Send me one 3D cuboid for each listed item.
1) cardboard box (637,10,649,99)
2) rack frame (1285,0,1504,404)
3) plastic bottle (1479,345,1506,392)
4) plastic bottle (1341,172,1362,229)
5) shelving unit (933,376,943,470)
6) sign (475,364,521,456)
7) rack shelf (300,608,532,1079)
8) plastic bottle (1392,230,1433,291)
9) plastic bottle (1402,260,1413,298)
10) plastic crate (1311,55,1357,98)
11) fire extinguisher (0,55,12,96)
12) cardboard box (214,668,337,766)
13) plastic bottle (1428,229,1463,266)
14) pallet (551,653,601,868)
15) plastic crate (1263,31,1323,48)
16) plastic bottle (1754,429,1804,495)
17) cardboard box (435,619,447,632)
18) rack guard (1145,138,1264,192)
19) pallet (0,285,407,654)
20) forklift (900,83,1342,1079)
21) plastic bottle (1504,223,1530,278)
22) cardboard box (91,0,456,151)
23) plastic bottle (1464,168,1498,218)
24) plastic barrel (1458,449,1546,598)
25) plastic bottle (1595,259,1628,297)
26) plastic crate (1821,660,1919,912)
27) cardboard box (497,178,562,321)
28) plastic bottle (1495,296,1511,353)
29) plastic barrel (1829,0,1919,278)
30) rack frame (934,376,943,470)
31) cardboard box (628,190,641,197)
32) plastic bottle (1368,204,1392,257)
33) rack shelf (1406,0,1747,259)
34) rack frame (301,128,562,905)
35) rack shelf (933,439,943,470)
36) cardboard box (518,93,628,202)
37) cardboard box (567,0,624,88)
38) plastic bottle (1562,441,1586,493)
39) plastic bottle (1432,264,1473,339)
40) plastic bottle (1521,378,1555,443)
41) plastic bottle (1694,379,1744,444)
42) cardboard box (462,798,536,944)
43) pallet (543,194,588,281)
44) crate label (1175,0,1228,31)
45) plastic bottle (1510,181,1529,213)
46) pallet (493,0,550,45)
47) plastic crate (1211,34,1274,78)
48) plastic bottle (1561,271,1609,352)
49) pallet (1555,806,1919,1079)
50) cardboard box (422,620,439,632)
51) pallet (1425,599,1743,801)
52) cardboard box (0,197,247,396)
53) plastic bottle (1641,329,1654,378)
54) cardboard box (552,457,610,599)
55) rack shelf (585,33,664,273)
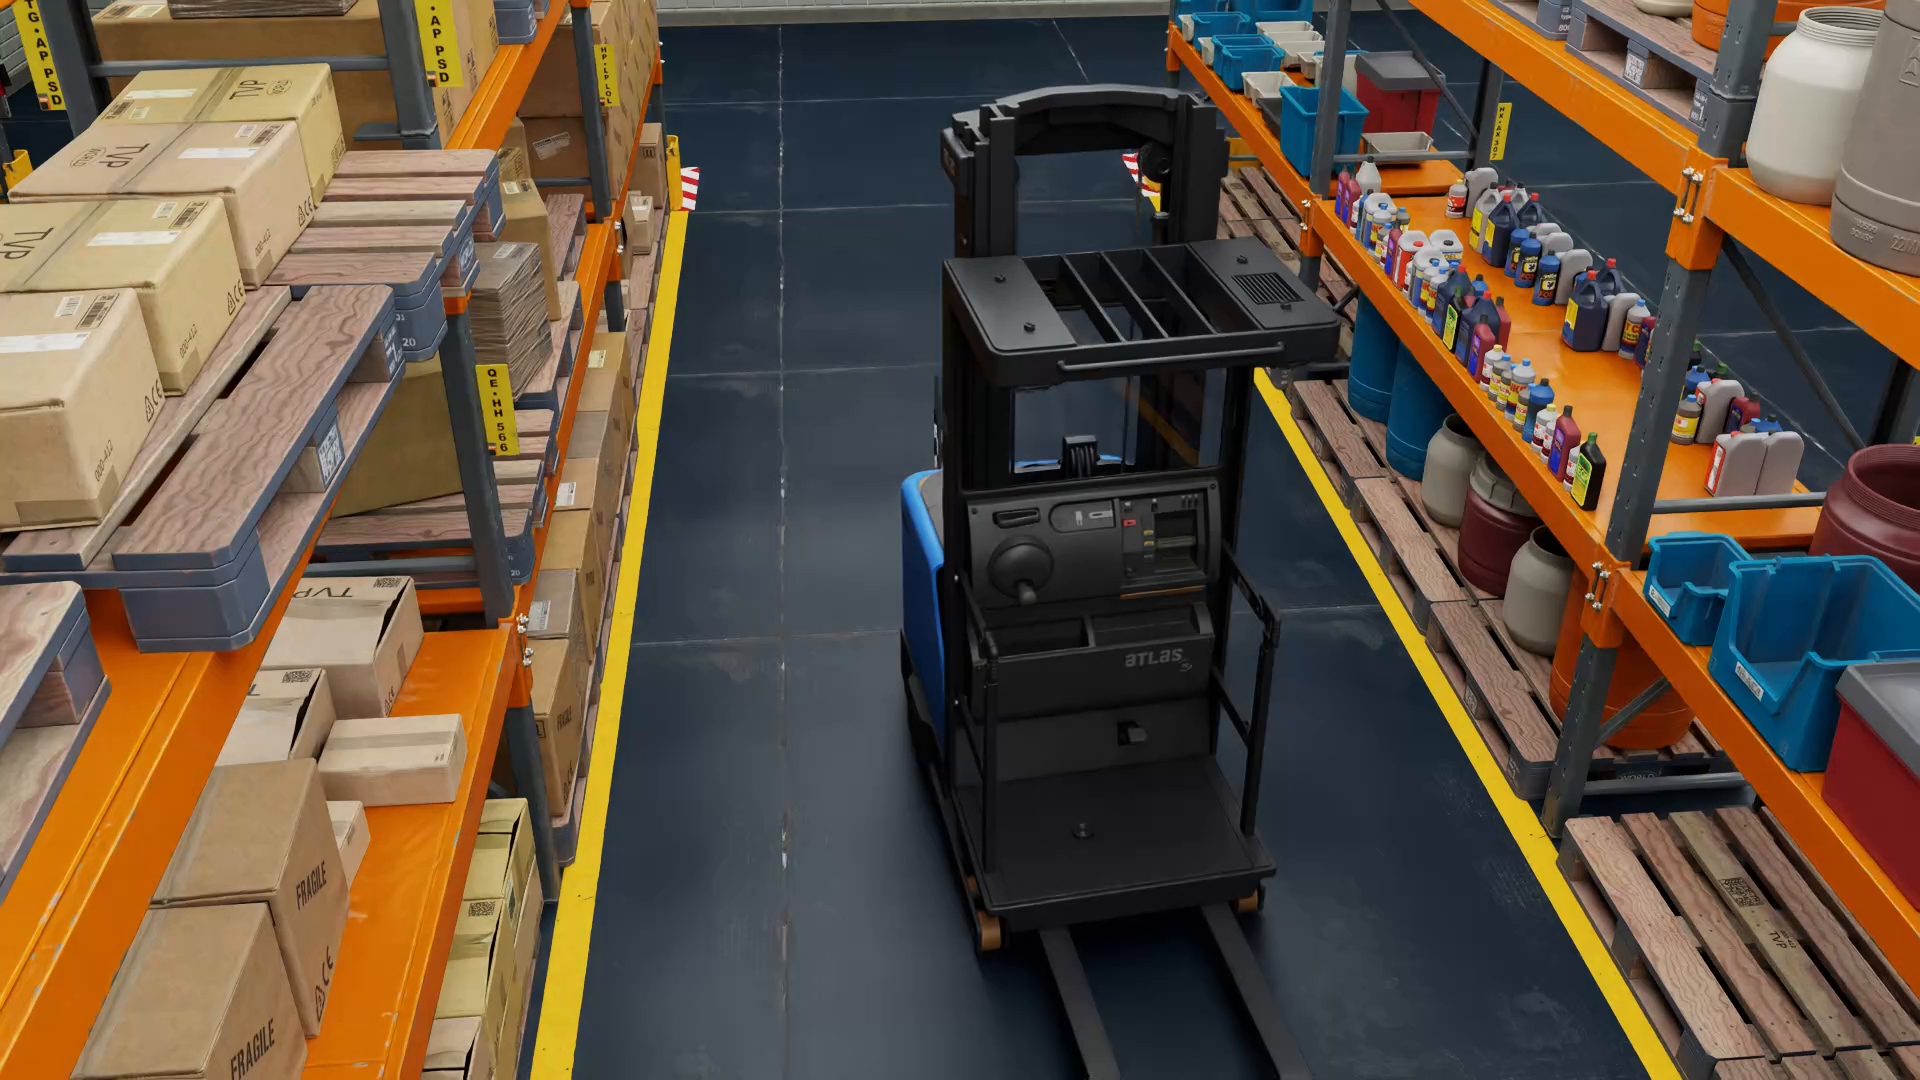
[{"bbox_3d":[-2.392,-3.286,11.229,0.500,0.500,0.500,-3,31,-4],"label":"cardboard box"},{"bbox_3d":[2.507,-2.172,9.461,1.000,3.000,0.127,-3,31,-5],"label":"rack frame"},{"bbox_3d":[2.341,-0.756,7.284,0.097,0.201,0.097,0,31,0],"label":"plastic bottle"},{"bbox_3d":[2.129,-1.846,9.029,0.061,0.283,0.133,-3,31,-5],"label":"plastic bottle"},{"bbox_3d":[-0.001,-0.390,8.526,0.258,0.900,0.210,-3,31,-5],"label":"shelving unit"},{"bbox_3d":[-1.499,-0.420,5.398,0.100,0.325,0.005,-3,31,-5],"label":"sign"},{"bbox_3d":[-1.864,1.436,4.123,1.077,0.370,4.000,-3,31,-5],"label":"rack shelf"},{"bbox_3d":[2.258,-1.391,8.275,0.152,0.276,0.135,-3,31,-5],"label":"plastic bottle"},{"bbox_3d":[2.241,-1.299,8.193,0.097,0.201,0.097,0,31,0],"label":"plastic bottle"},{"bbox_3d":[2.548,-2.935,10.796,0.437,0.282,0.530,-3,31,-5],"label":"plastic crate"},{"bbox_3d":[-7.285,-3.645,12.367,0.296,0.674,0.183,-3,31,-5],"label":"fire extinguisher"},{"bbox_3d":[-2.160,0.610,4.891,0.500,0.311,0.500,-3,31,-5],"label":"cardboard box"},{"bbox_3d":[2.409,-1.399,8.287,0.152,0.276,0.135,-3,31,-5],"label":"plastic bottle"},{"bbox_3d":[-2.083,0.920,7.004,1.003,0.211,1.213,-3,31,-5],"label":"pallet"},{"bbox_3d":[2.403,-3.570,12.001,0.396,0.136,0.243,-3,31,-5],"label":"plastic crate"},{"bbox_3d":[3.162,-0.313,6.470,0.152,0.276,0.135,-3,31,-5],"label":"plastic bottle"},{"bbox_3d":[-2.372,0.524,6.957,0.500,0.500,0.500,-2,31,-3],"label":"cardboard box"},{"bbox_3d":[2.118,-3.153,13.541,1.175,0.500,0.348,-3,31,-5],"label":"rack guard"},{"bbox_3d":[-1.791,-0.188,3.399,1.003,0.211,1.213,-1,31,-2],"label":"pallet"},{"bbox_3d":[0.533,0.061,5.790,1.130,2.935,3.031,-6,31,-10],"label":"forklift"},{"bbox_3d":[2.825,-1.471,8.414,0.097,0.271,0.097,0,31,0],"label":"plastic bottle"},{"bbox_3d":[-2.125,-1.446,5.223,0.910,0.500,0.500,-3,31,-5],"label":"cardboard box"},{"bbox_3d":[2.866,-1.933,9.182,0.152,0.276,0.135,-3,31,-5],"label":"plastic bottle"},{"bbox_3d":[2.713,-0.100,7.935,0.600,0.588,0.708,-3,31,-5],"label":"plastic barrel"},{"bbox_3d":[3.022,-1.135,7.773,0.144,0.351,0.185,-3,31,-5],"label":"plastic bottle"},{"bbox_3d":[2.727,0.683,4.620,0.402,0.464,0.583,-3,31,-5],"label":"plastic crate"},{"bbox_3d":[-2.198,-1.261,7.428,0.700,0.500,0.500,-11,32,-17],"label":"cardboard box"},{"bbox_3d":[2.438,-0.951,7.530,0.061,0.283,0.133,-3,31,-5],"label":"plastic bottle"},{"bbox_3d":[2.742,-1.203,4.425,0.600,0.901,0.600,0,31,0],"label":"plastic barrel"},{"bbox_3d":[-0.010,-0.442,8.613,0.240,0.900,0.006,-3,31,-5],"label":"rack frame"},{"bbox_3d":[-2.554,-2.474,12.301,0.380,0.166,0.250,-3,31,-5],"label":"cardboard box"},{"bbox_3d":[2.189,-1.615,8.654,0.097,0.271,0.097,0,31,0],"label":"plastic bottle"},{"bbox_3d":[2.694,-2.130,7.167,1.077,0.370,4.000,-3,31,-5],"label":"rack shelf"},{"bbox_3d":[-2.051,0.106,5.648,1.000,3.000,0.127,-3,31,-5],"label":"rack frame"},{"bbox_3d":[-0.001,-0.439,8.497,0.258,0.077,0.200,-3,31,-5],"label":"rack shelf"},{"bbox_3d":[-2.201,-2.253,9.499,0.500,0.500,0.500,-2,31,-3],"label":"cardboard box"},{"bbox_3d":[-2.237,-2.926,9.651,0.500,0.500,0.500,-4,31,-6],"label":"cardboard box"},{"bbox_3d":[2.426,-0.290,6.505,0.097,0.201,0.097,0,31,0],"label":"plastic bottle"},{"bbox_3d":[2.309,-1.124,7.755,0.144,0.351,0.185,-3,31,-5],"label":"plastic bottle"},{"bbox_3d":[2.386,-0.538,6.850,0.097,0.271,0.097,0,31,0],"label":"plastic bottle"},{"bbox_3d":[3.119,-0.549,6.865,0.152,0.276,0.135,-3,31,-5],"label":"plastic bottle"},{"bbox_3d":[-1.757,1.121,5.674,0.500,0.311,0.500,-2,31,-3],"label":"cardboard box"},{"bbox_3d":[-2.459,-1.441,8.424,1.003,0.211,1.213,-3,31,-5],"label":"pallet"},{"bbox_3d":[1.829,-4.026,12.670,0.416,0.233,0.303,-3,31,-5],"label":"crate label"},{"bbox_3d":[2.919,-1.697,8.714,0.144,0.351,0.185,-3,31,-5],"label":"plastic bottle"},{"bbox_3d":[-2.334,-2.278,6.897,1.213,0.211,1.003,-3,31,-5],"label":"pallet"},{"bbox_3d":[1.952,-3.354,11.545,0.416,0.233,0.300,-3,31,-5],"label":"plastic crate"},{"bbox_3d":[2.883,-1.059,7.645,0.144,0.351,0.185,-3,31,-5],"label":"plastic bottle"},{"bbox_3d":[2.915,1.465,6.092,1.003,0.211,1.213,-3,31,-5],"label":"pallet"},{"bbox_3d":[-2.382,0.173,6.812,0.500,0.250,0.500,-2,31,-3],"label":"cardboard box"},{"bbox_3d":[2.766,0.667,7.428,1.003,0.211,1.213,-3,31,-5],"label":"pallet"},{"bbox_3d":[-1.843,-0.510,3.490,0.500,0.250,0.500,-3,31,-6],"label":"cardboard box"},{"bbox_3d":[3.093,-0.843,7.362,0.097,0.271,0.097,0,31,0],"label":"plastic bottle"},{"bbox_3d":[-1.959,-0.046,7.910,0.500,0.500,0.500,-4,31,-6],"label":"cardboard box"},{"bbox_3d":[-2.612,-2.649,10.961,1.077,0.370,4.000,-3,31,-5],"label":"rack shelf"}]
